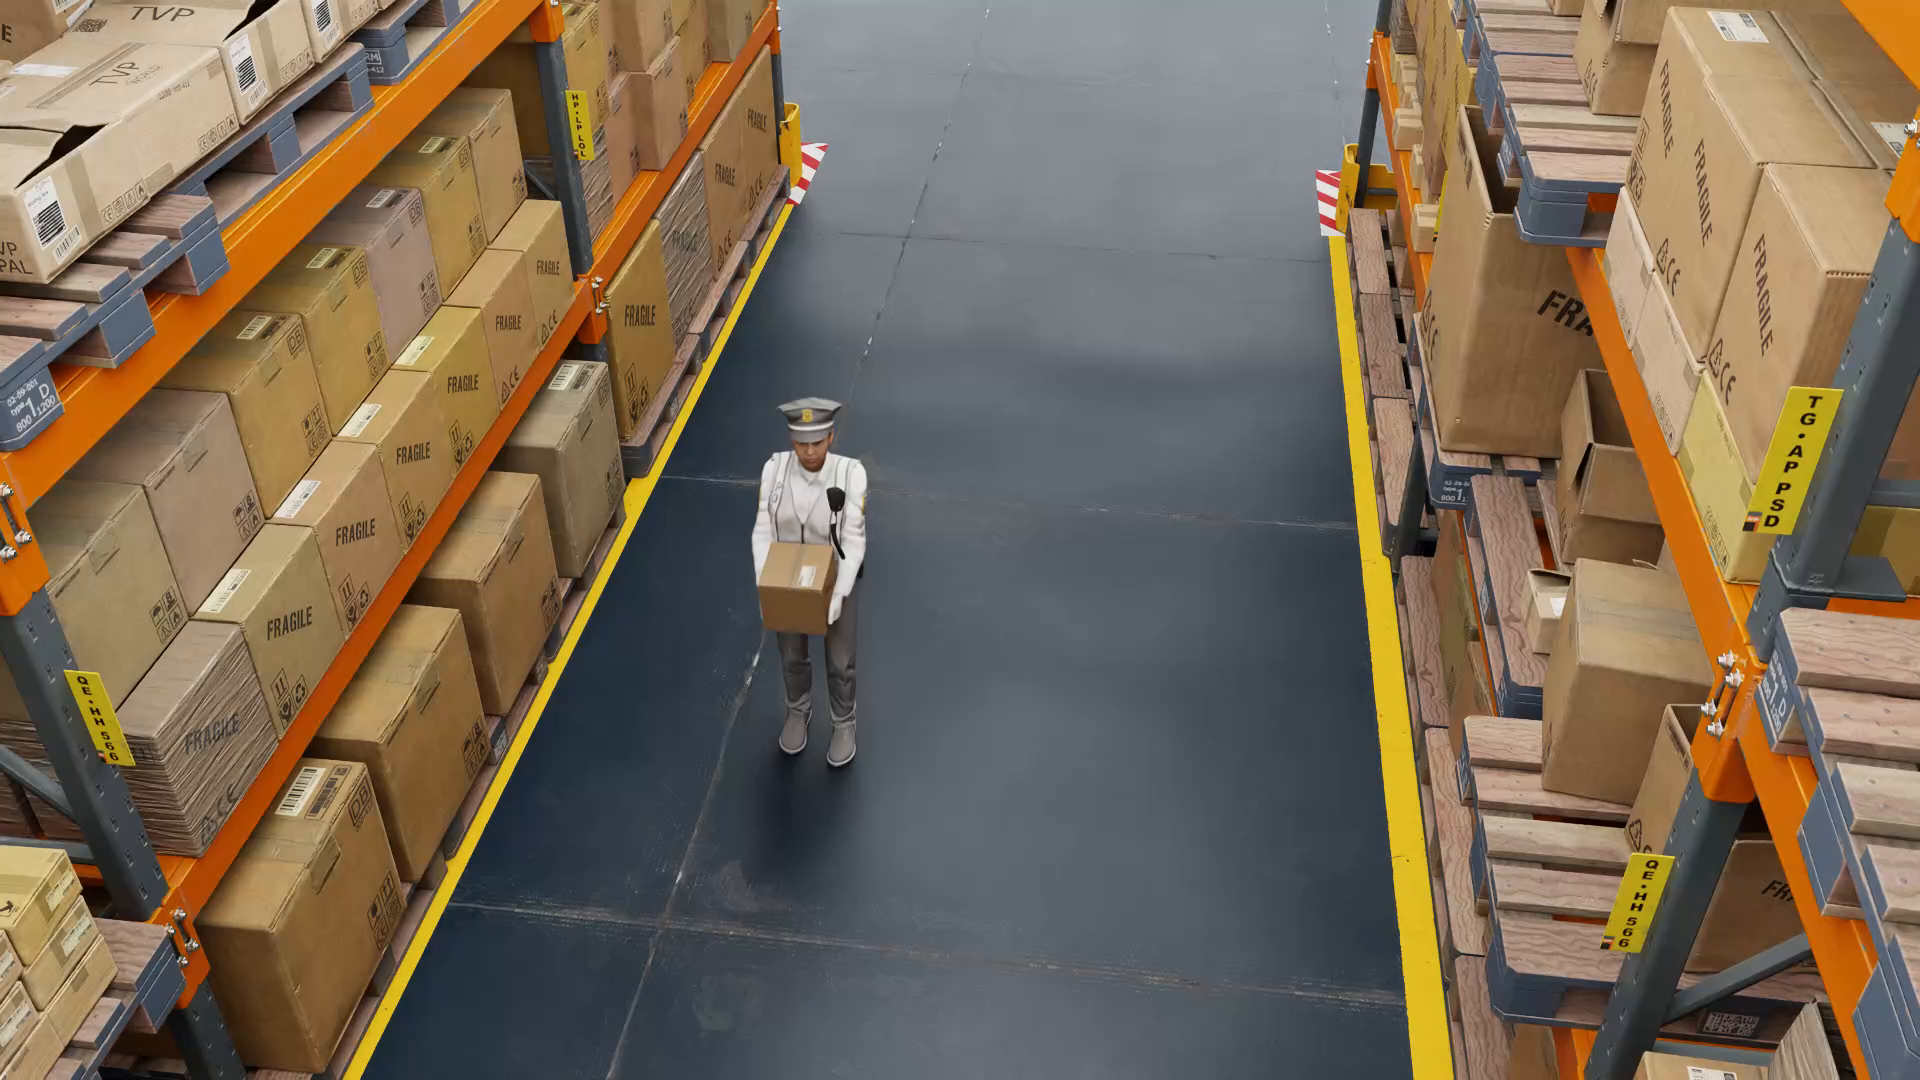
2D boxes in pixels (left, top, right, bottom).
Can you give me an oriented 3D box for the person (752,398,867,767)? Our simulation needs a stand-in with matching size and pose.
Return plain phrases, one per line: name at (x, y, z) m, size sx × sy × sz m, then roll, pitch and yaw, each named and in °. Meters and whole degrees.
person at (-0.603, 0.204, 6.743) m, size 0.459 × 1.690 × 0.532 m, roll 5°, pitch 37°, yaw 6°
